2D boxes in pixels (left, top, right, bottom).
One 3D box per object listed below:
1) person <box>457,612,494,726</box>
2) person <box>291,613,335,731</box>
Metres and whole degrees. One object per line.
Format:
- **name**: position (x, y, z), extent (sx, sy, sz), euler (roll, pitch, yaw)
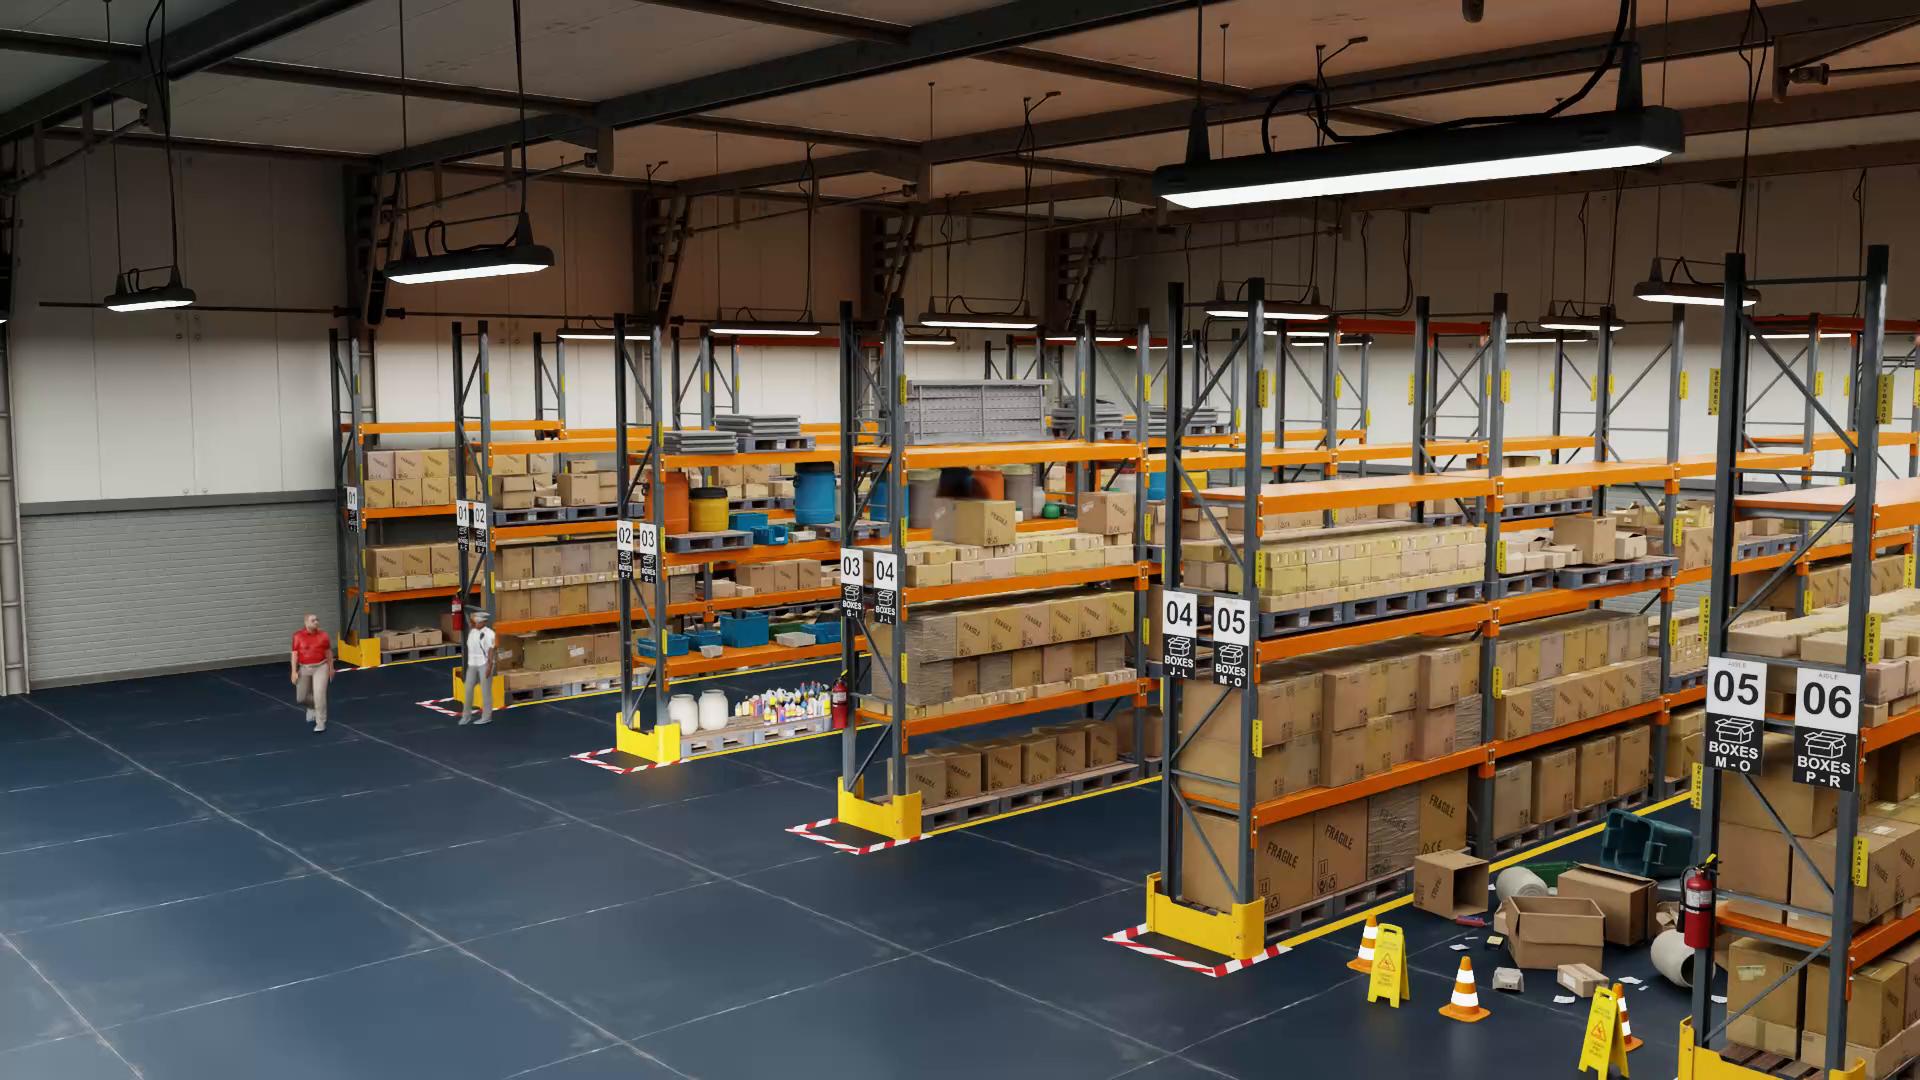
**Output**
- **person**: position (-7.179, 1.915, 24.690), extent (0.524, 1.697, 0.432), euler (2, 6, 17)
- **person**: position (-9.468, 1.908, 24.356), extent (0.541, 1.693, 0.748), euler (-1, 6, -6)
